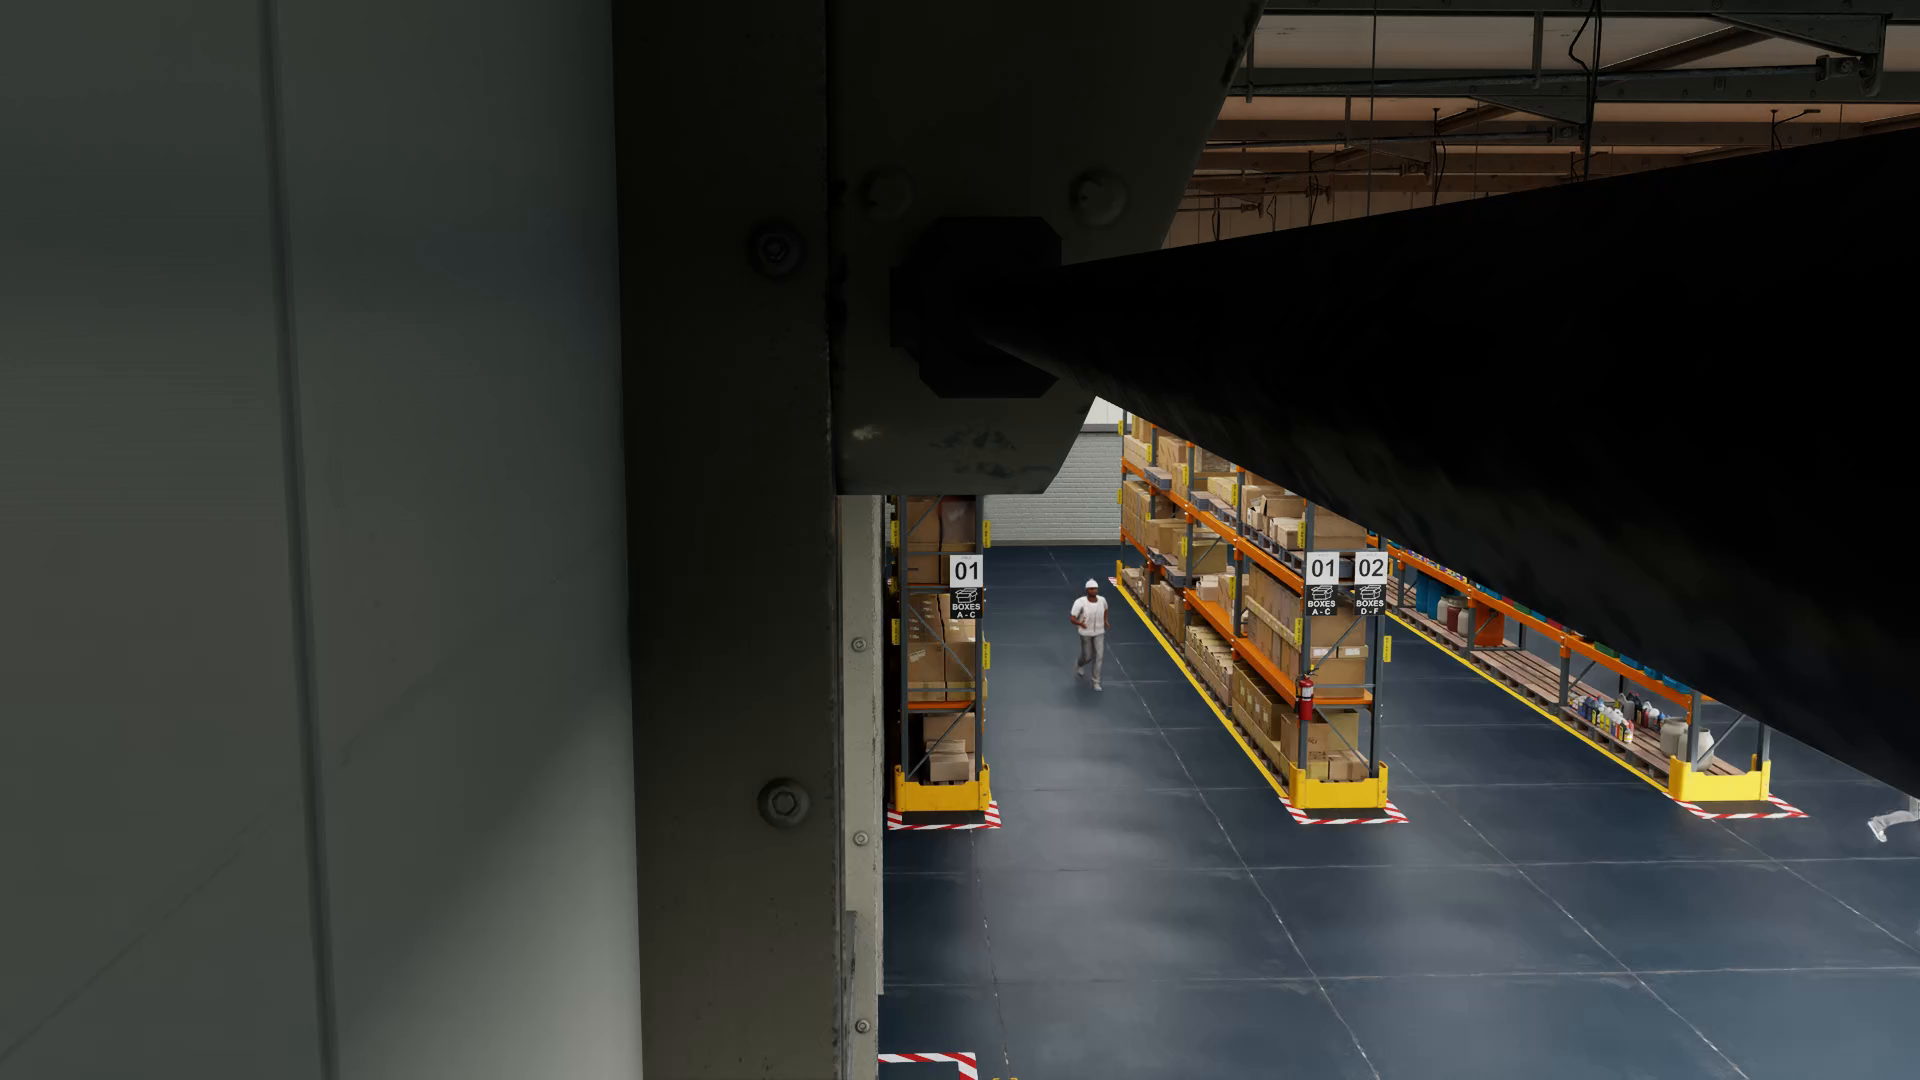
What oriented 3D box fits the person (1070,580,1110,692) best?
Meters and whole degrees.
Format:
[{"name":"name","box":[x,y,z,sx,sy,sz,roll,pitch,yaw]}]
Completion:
[{"name":"person","box":[2.122,1.511,26.832,0.699,1.752,0.923,-2,9,-14]}]

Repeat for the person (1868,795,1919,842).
[{"name":"person","box":[10.809,2.782,18.830,0.865,1.592,0.555,4,9,23]}]
